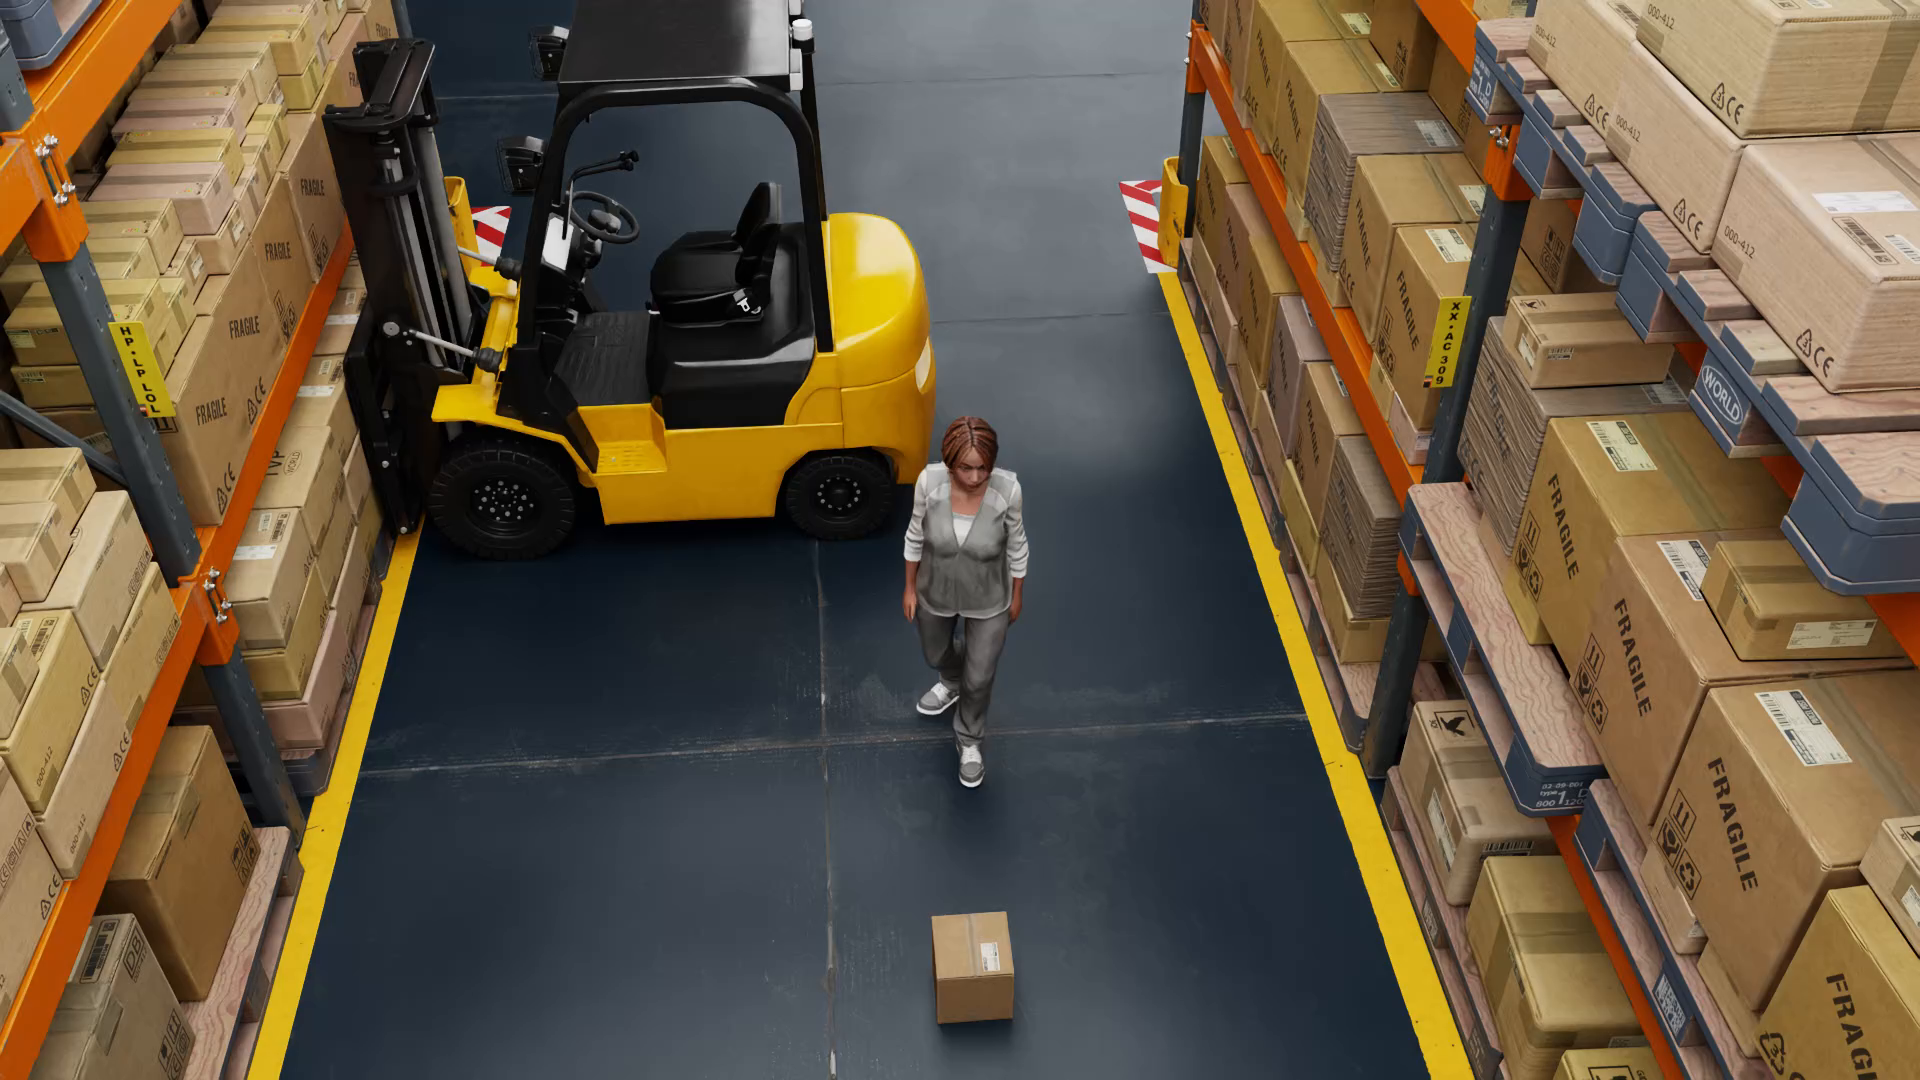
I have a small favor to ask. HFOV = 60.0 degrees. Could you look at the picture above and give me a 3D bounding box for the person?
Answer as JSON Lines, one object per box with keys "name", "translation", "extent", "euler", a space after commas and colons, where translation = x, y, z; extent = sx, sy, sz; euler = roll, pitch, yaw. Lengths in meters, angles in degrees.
{"name": "person", "translation": [0.026, 0.164, 5.964], "extent": [0.441, 1.591, 0.524], "euler": [7, 40, 8]}
